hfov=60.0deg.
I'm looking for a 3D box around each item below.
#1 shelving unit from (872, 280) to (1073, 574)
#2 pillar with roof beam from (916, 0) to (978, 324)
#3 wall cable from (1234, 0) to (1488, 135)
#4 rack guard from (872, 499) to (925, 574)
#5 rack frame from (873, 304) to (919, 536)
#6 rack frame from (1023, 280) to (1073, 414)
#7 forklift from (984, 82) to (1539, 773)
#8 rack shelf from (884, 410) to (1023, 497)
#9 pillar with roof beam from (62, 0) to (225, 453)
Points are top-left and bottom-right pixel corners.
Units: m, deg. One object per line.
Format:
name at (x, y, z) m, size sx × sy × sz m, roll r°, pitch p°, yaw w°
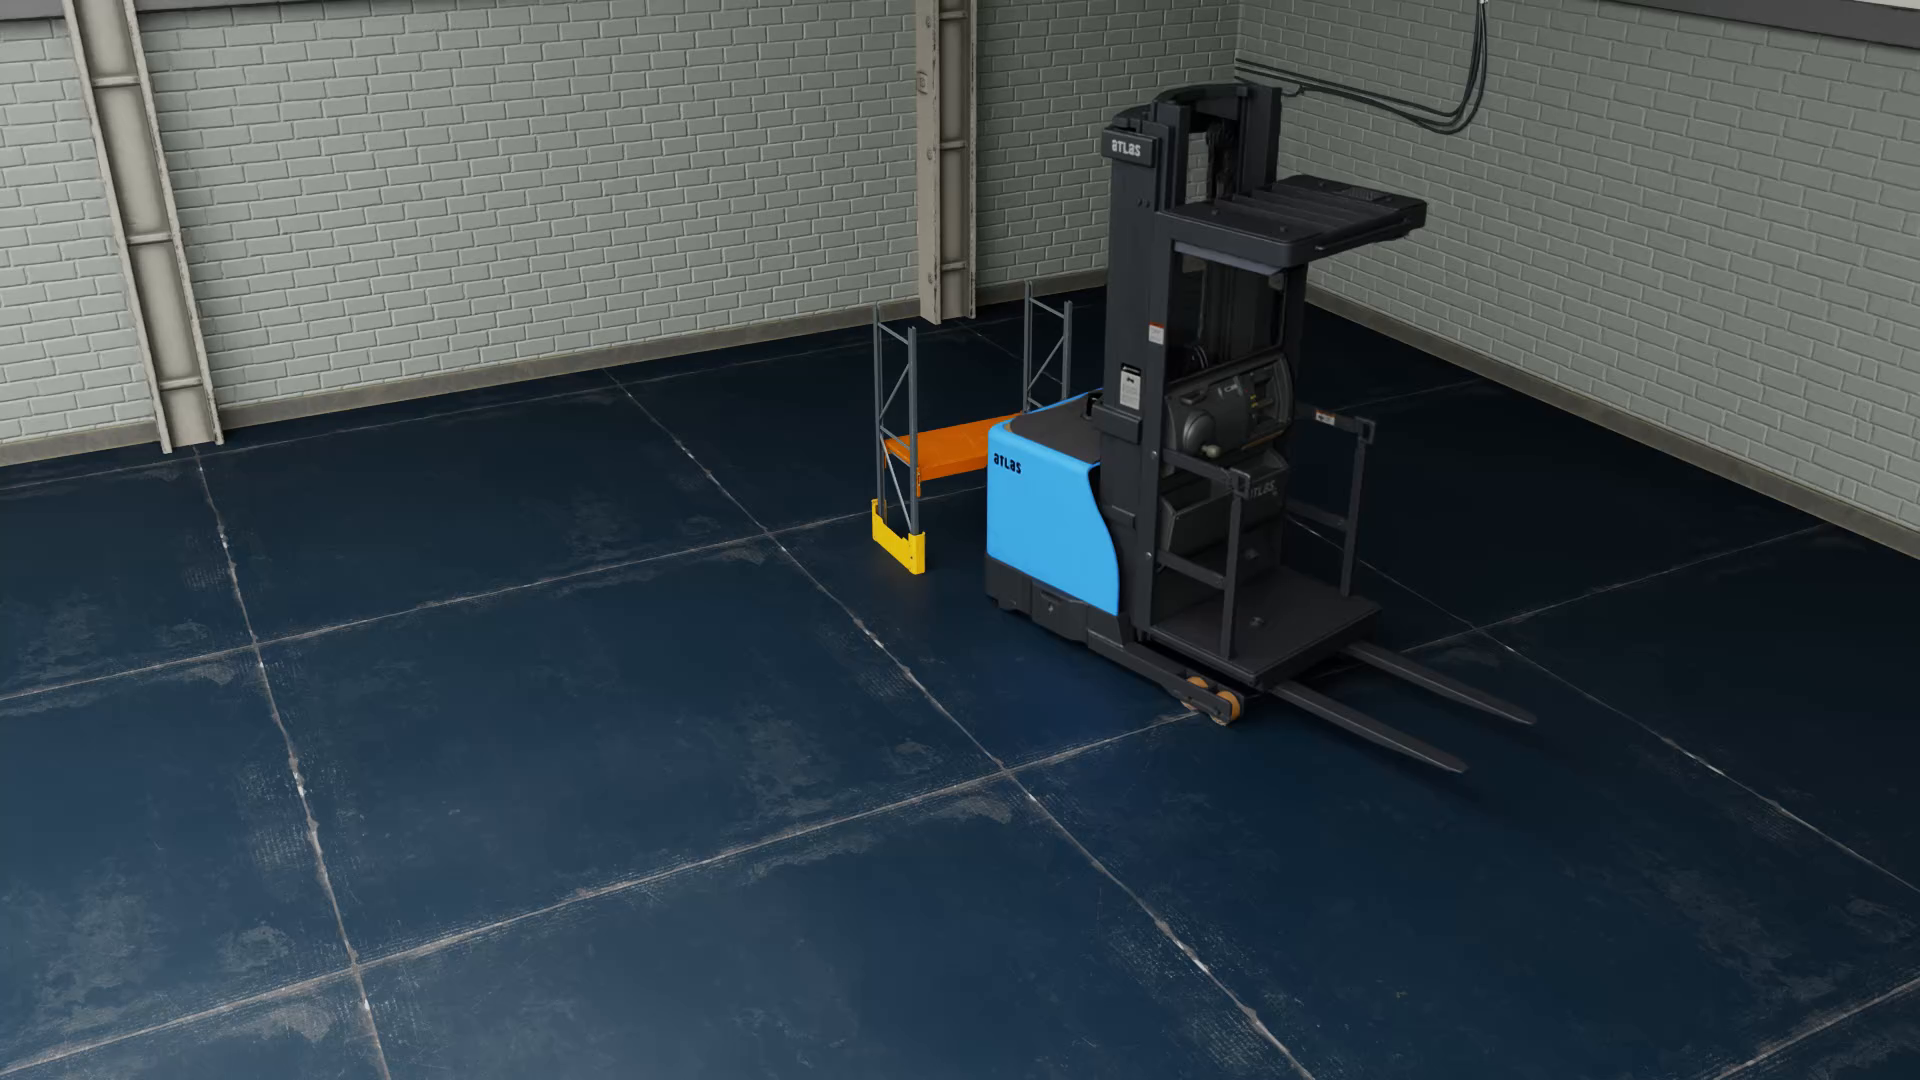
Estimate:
shelving unit at (0.067, -0.692, 9.958) m, size 1.083 × 1.500 × 0.587 m, roll -13°, pitch 29°, yaw -25°
pillar with roof beam at (1.919, -4.330, 8.872) m, size 0.400 × 9.000 × 9.100 m, roll -13°, pitch 29°, yaw -25°
wall cable at (3.115, -4.670, 13.167) m, size 0.112 × 2.526 × 3.097 m, roll -13°, pitch 29°, yaw -25°
rack guard at (-0.372, -0.027, 10.017) m, size 0.087 × 0.250 × 0.587 m, roll -13°, pitch 29°, yaw -25°
rack frame at (-0.373, -0.590, 9.746) m, size 0.032 × 1.500 × 0.500 m, roll -13°, pitch 29°, yaw -25°
rack frame at (0.524, -0.797, 10.177) m, size 0.032 × 1.500 × 0.500 m, roll -13°, pitch 29°, yaw -25°
forklift at (1.500, -0.646, 8.210) m, size 1.130 × 2.935 × 3.031 m, roll -22°, pitch 33°, yaw -37°
rack shelf at (0.075, -0.531, 10.039) m, size 1.000 × 0.185 × 0.538 m, roll -13°, pitch 29°, yaw -25°
pillar with roof beam at (-3.375, -3.108, 6.327) m, size 0.400 × 9.000 × 9.100 m, roll -13°, pitch 29°, yaw -25°
